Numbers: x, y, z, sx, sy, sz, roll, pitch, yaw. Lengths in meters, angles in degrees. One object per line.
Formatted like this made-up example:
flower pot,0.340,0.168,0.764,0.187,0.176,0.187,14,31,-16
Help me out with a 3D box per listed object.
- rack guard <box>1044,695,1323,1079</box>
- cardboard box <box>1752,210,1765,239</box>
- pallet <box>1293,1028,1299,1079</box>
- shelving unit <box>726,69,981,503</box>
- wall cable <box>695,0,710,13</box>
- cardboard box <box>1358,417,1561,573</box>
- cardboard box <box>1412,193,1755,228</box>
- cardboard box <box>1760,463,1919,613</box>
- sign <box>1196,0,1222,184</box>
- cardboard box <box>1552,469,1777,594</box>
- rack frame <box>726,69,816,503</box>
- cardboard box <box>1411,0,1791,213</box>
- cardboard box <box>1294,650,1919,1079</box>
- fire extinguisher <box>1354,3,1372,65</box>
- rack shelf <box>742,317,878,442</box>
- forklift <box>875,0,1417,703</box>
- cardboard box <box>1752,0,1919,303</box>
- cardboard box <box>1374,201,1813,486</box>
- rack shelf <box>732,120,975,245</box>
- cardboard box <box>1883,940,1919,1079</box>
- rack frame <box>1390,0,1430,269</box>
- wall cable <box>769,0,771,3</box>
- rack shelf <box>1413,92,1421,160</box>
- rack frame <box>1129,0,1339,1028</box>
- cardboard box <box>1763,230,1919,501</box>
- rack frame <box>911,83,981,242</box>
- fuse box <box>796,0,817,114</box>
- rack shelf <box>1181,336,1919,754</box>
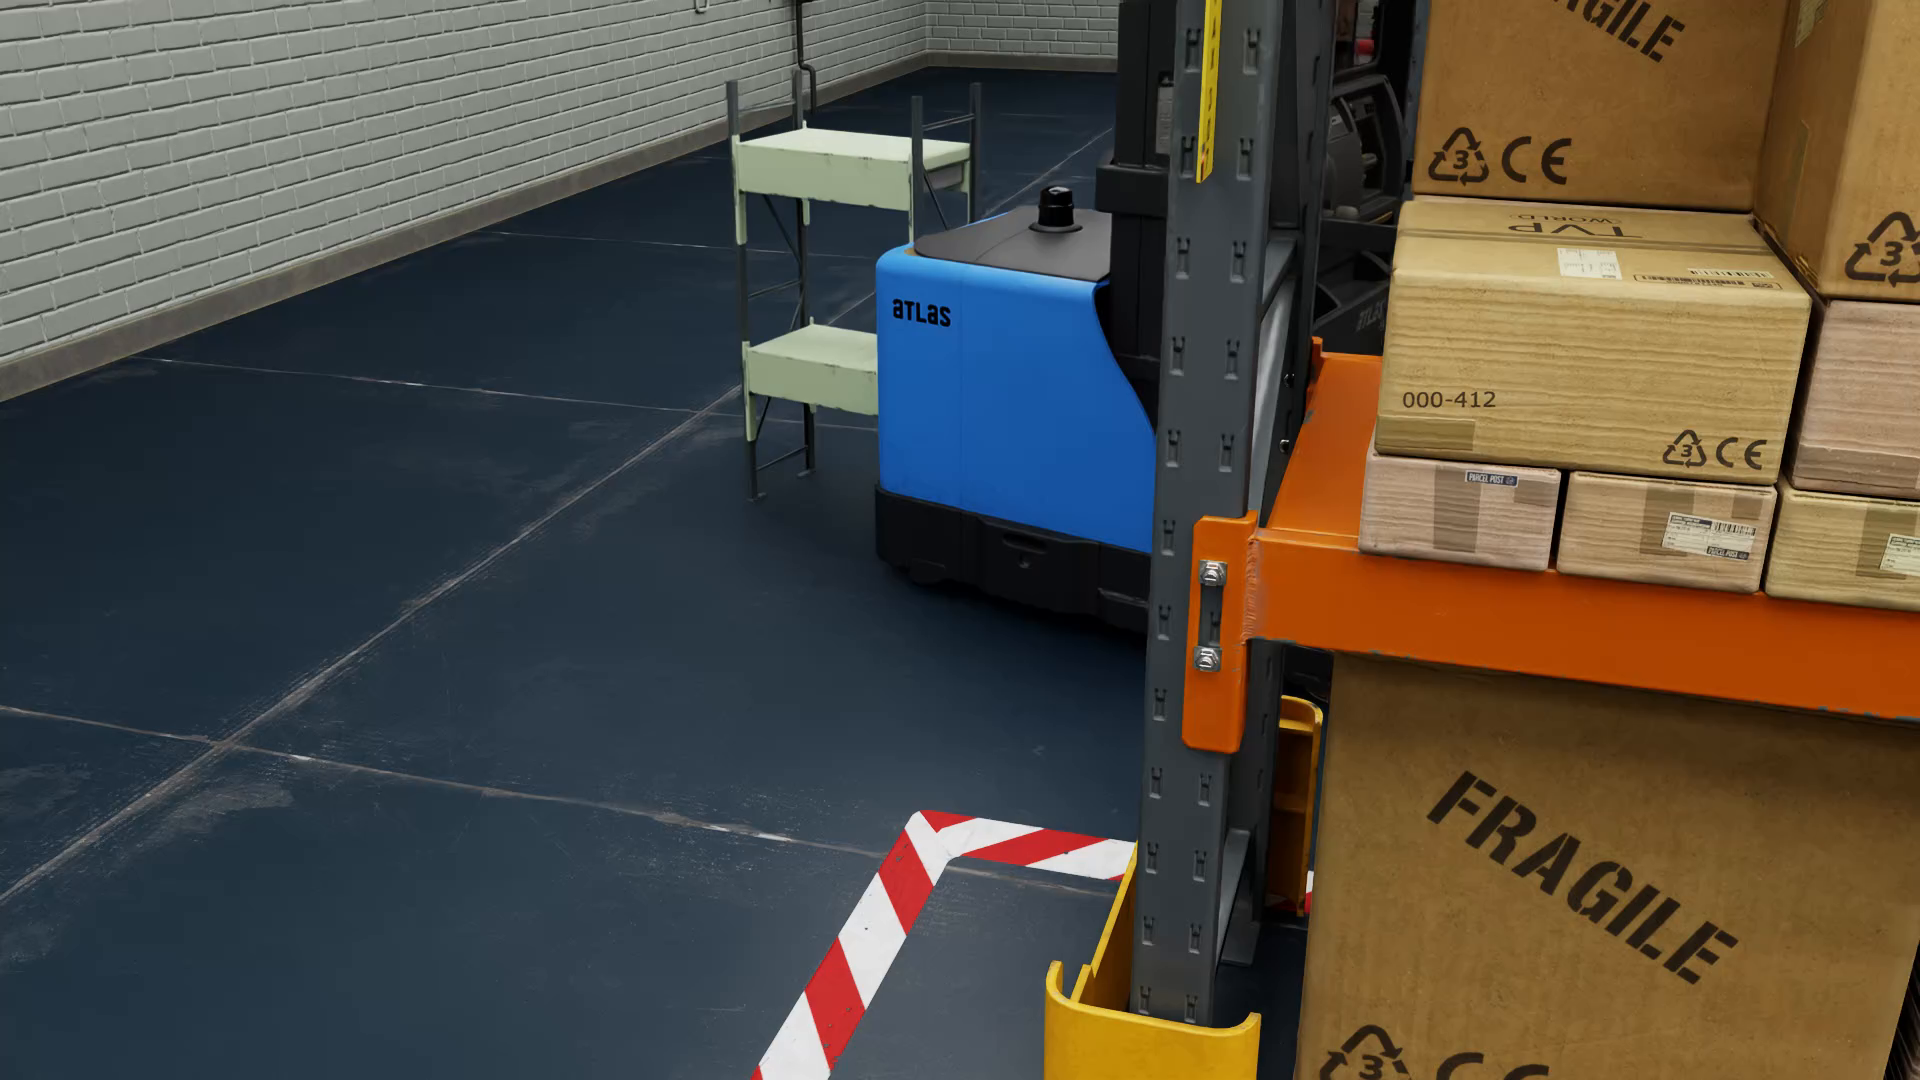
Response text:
rack guard,0.457,0.774,3.224,0.348,0.500,1.175,7,23,16
cardboard box,1.506,-0.435,2.684,0.500,0.250,0.500,6,23,15
pallet,1.268,0.970,3.128,1.213,0.211,1.003,7,23,16
shelving unit,-0.355,-0.827,5.809,0.755,1.500,0.431,13,26,28
wall cable,-2.063,-5.074,12.808,0.123,1.953,0.585,7,23,16
cardboard box,0.724,-0.105,2.403,0.250,0.149,0.380,7,23,16
cardboard box,1.020,-0.491,2.820,0.500,0.250,0.500,6,23,15
cardboard box,1.216,-0.049,2.268,0.250,0.149,0.380,6,23,14
sign,0.314,-0.616,2.074,0.005,0.325,0.100,7,23,16
cardboard box,0.970,-0.077,2.336,0.250,0.149,0.380,6,23,15
rack frame,-0.669,-0.898,5.983,0.023,1.500,0.400,13,26,28
cardboard box,1.022,-0.837,2.675,0.500,0.500,0.500,7,23,16
cardboard box,1.116,0.450,2.966,0.875,0.875,0.875,7,23,16
fire extinguisher,1.901,-2.158,7.671,0.183,0.674,0.296,7,23,16
rack shelf,-0.355,-0.525,5.933,0.720,0.370,0.431,13,26,28
forklift,1.240,-1.091,4.567,3.031,2.935,1.130,14,26,30
cardboard box,1.340,-0.589,2.071,0.500,0.500,0.500,6,23,14
cardboard box,0.861,-0.297,2.347,0.500,0.250,0.500,6,23,14
rack shelf,-0.355,-1.188,5.661,0.720,0.370,0.431,13,26,28
cardboard box,1.987,0.550,2.723,0.875,0.875,0.875,7,23,16
rack frame,2.009,-2.171,7.109,0.127,3.000,1.000,7,23,16
wall cable,-1.664,-5.576,14.073,0.122,1.984,0.588,7,23,16
rack shelf,3.924,-1.618,6.711,4.000,0.370,1.077,7,23,16
rack frame,0.480,-0.380,2.743,0.127,3.000,1.000,7,23,16
cardboard box,1.361,-0.242,2.214,0.500,0.250,0.500,6,23,15
rack frame,-0.042,-0.755,5.634,0.023,1.500,0.400,13,26,28
fuse box,-1.316,-4.741,15.073,0.414,1.711,0.539,7,23,16
rack shelf,2.395,0.173,2.345,4.000,0.370,1.077,7,23,16
